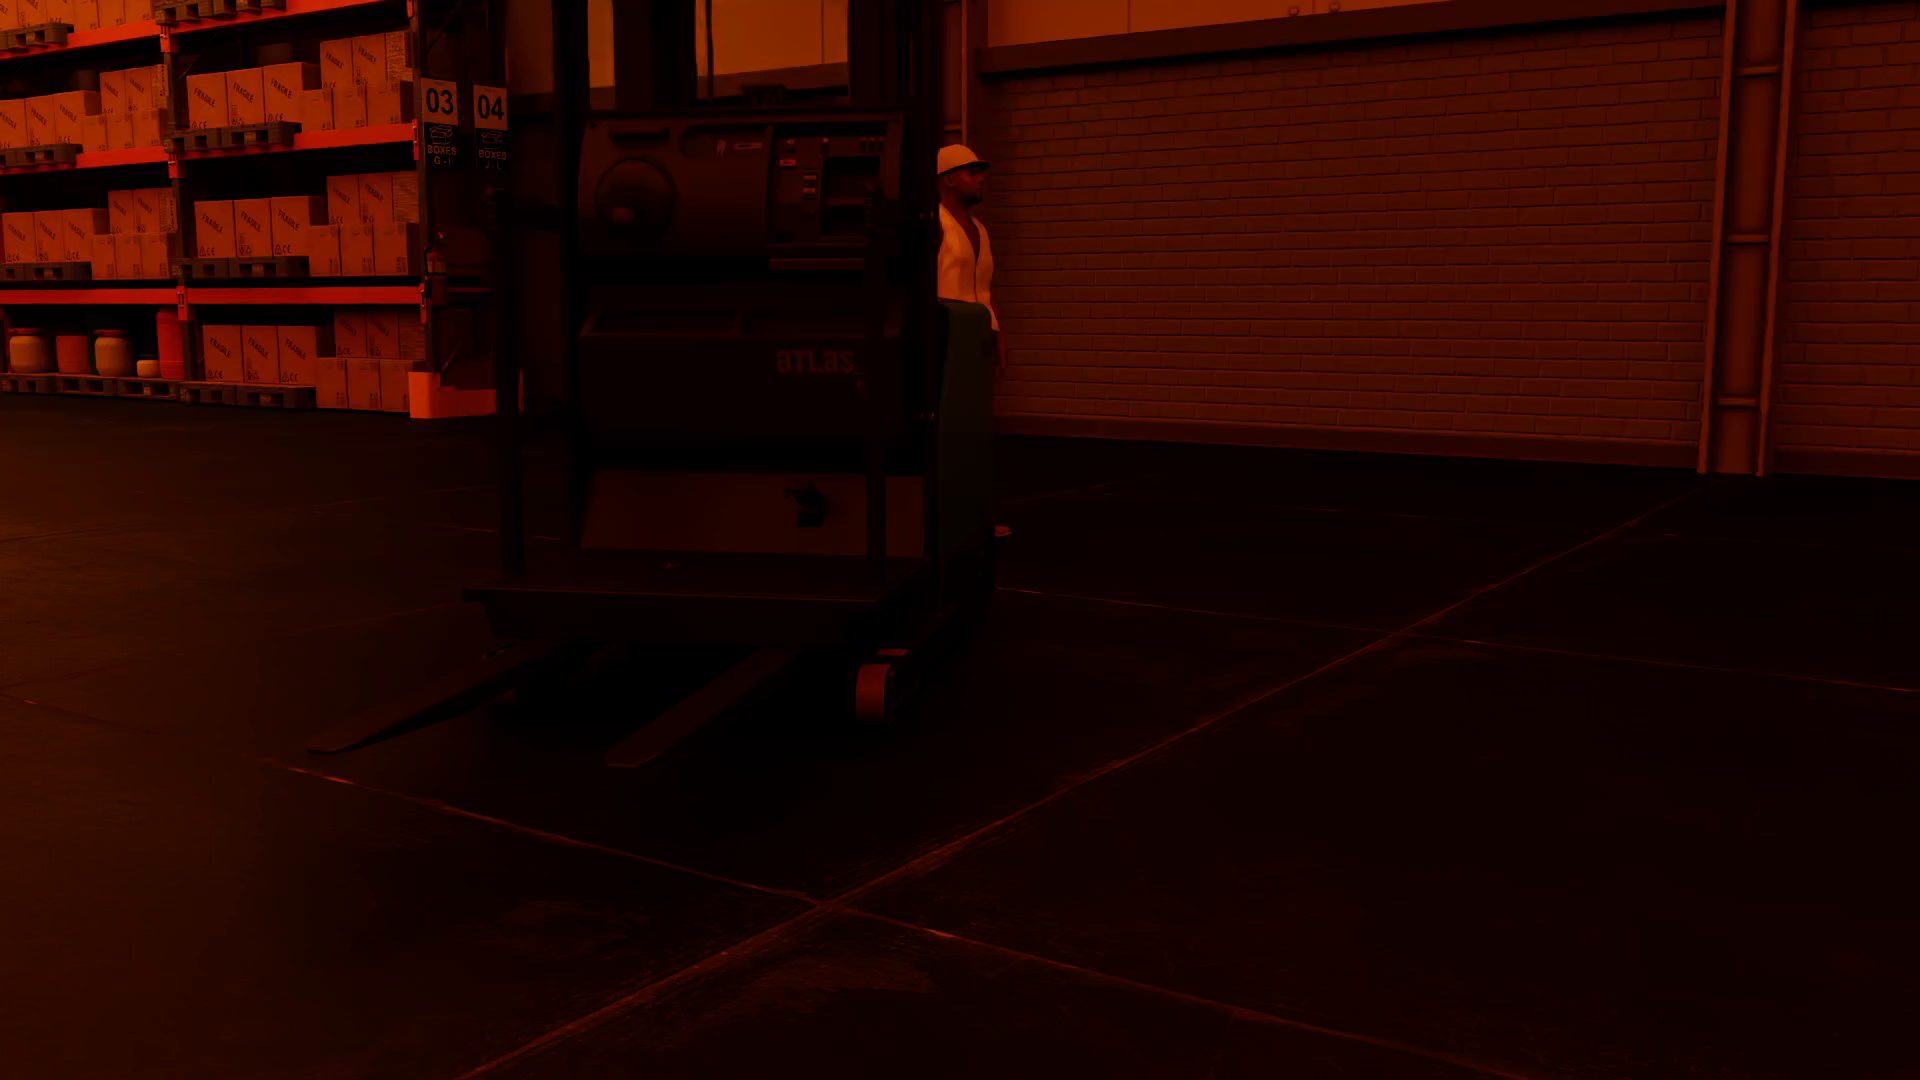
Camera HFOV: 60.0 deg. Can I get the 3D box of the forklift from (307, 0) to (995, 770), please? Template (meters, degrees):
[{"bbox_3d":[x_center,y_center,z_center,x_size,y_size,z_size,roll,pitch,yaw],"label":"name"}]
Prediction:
[{"bbox_3d":[-0.651,-1.029,4.430,1.130,2.935,3.031,1,8,10],"label":"forklift"}]

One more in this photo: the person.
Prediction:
[{"bbox_3d":[0.056,-0.875,7.435,0.574,1.768,0.666,5,10,34],"label":"person"}]
